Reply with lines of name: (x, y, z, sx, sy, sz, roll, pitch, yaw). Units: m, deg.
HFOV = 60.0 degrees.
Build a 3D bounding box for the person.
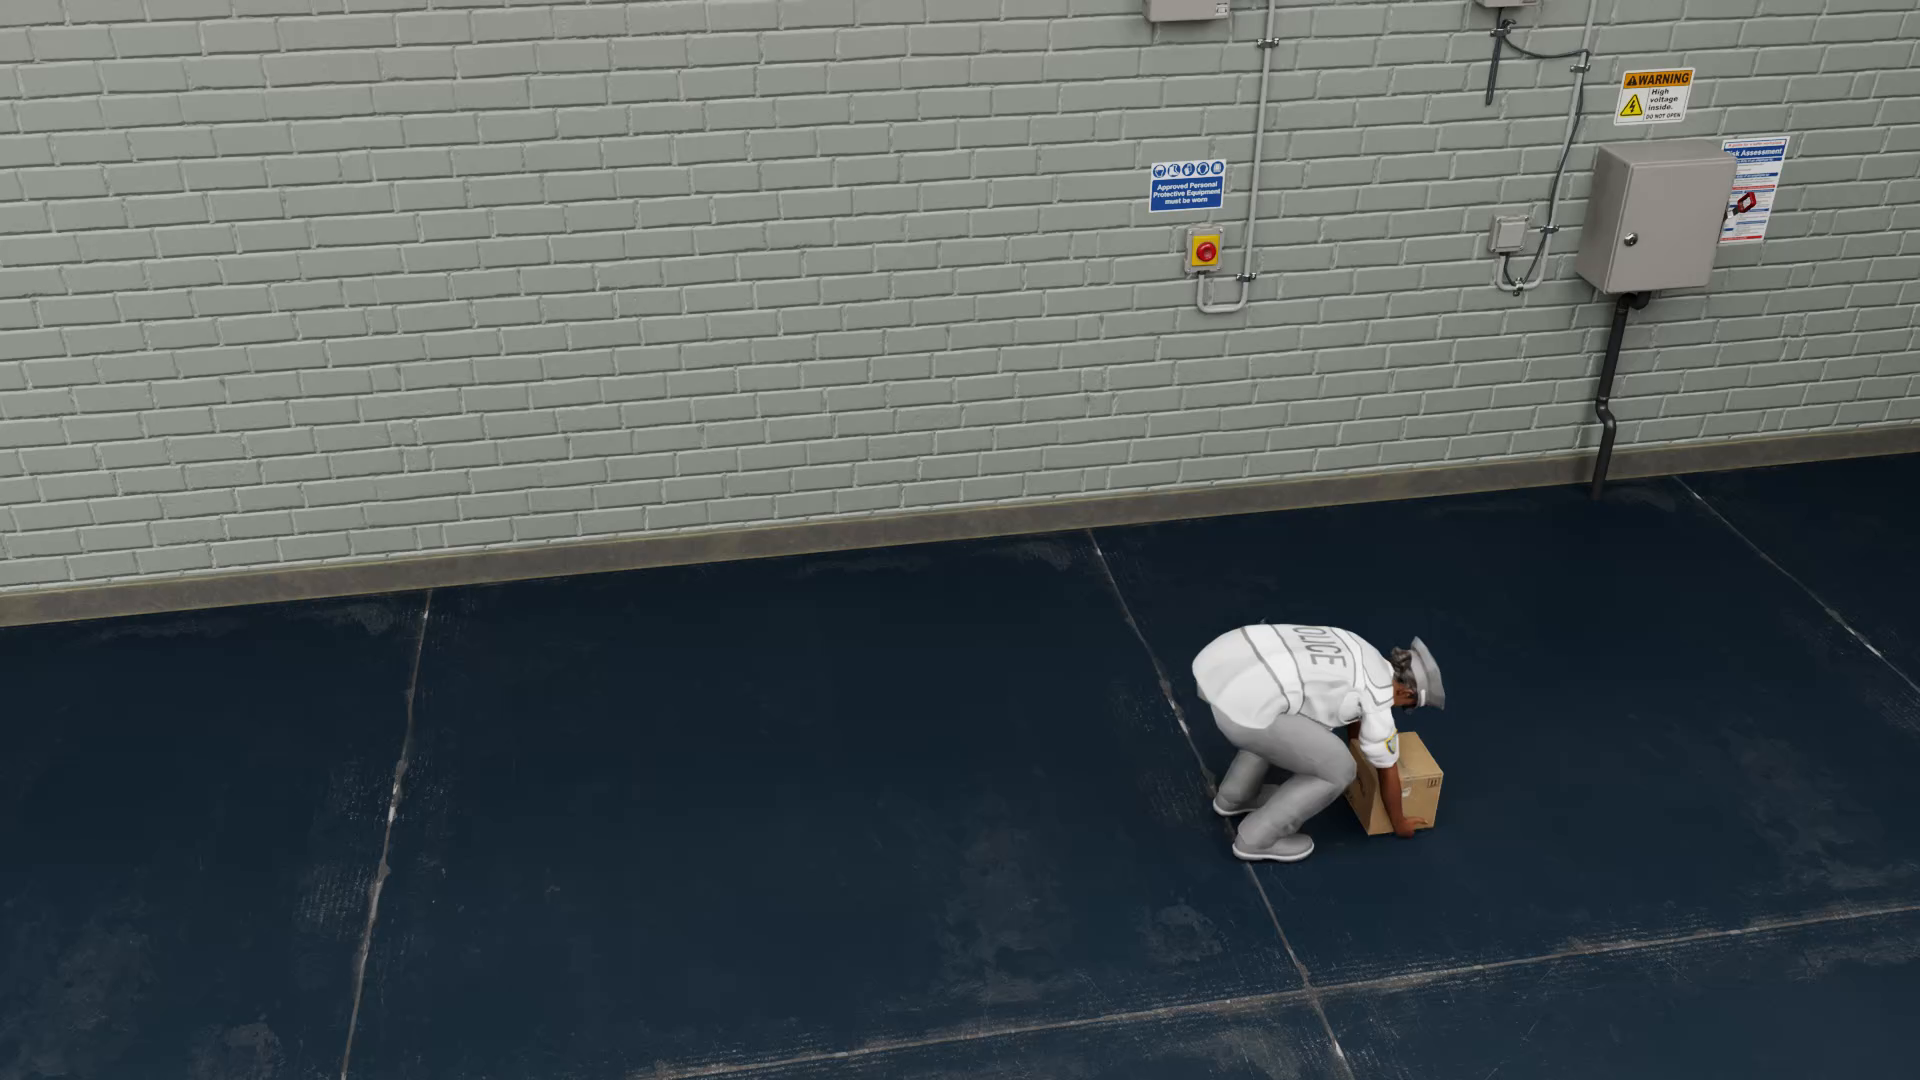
person: (1.246, 0.671, 5.822, 0.910, 0.850, 0.472, -7, 32, -11)
